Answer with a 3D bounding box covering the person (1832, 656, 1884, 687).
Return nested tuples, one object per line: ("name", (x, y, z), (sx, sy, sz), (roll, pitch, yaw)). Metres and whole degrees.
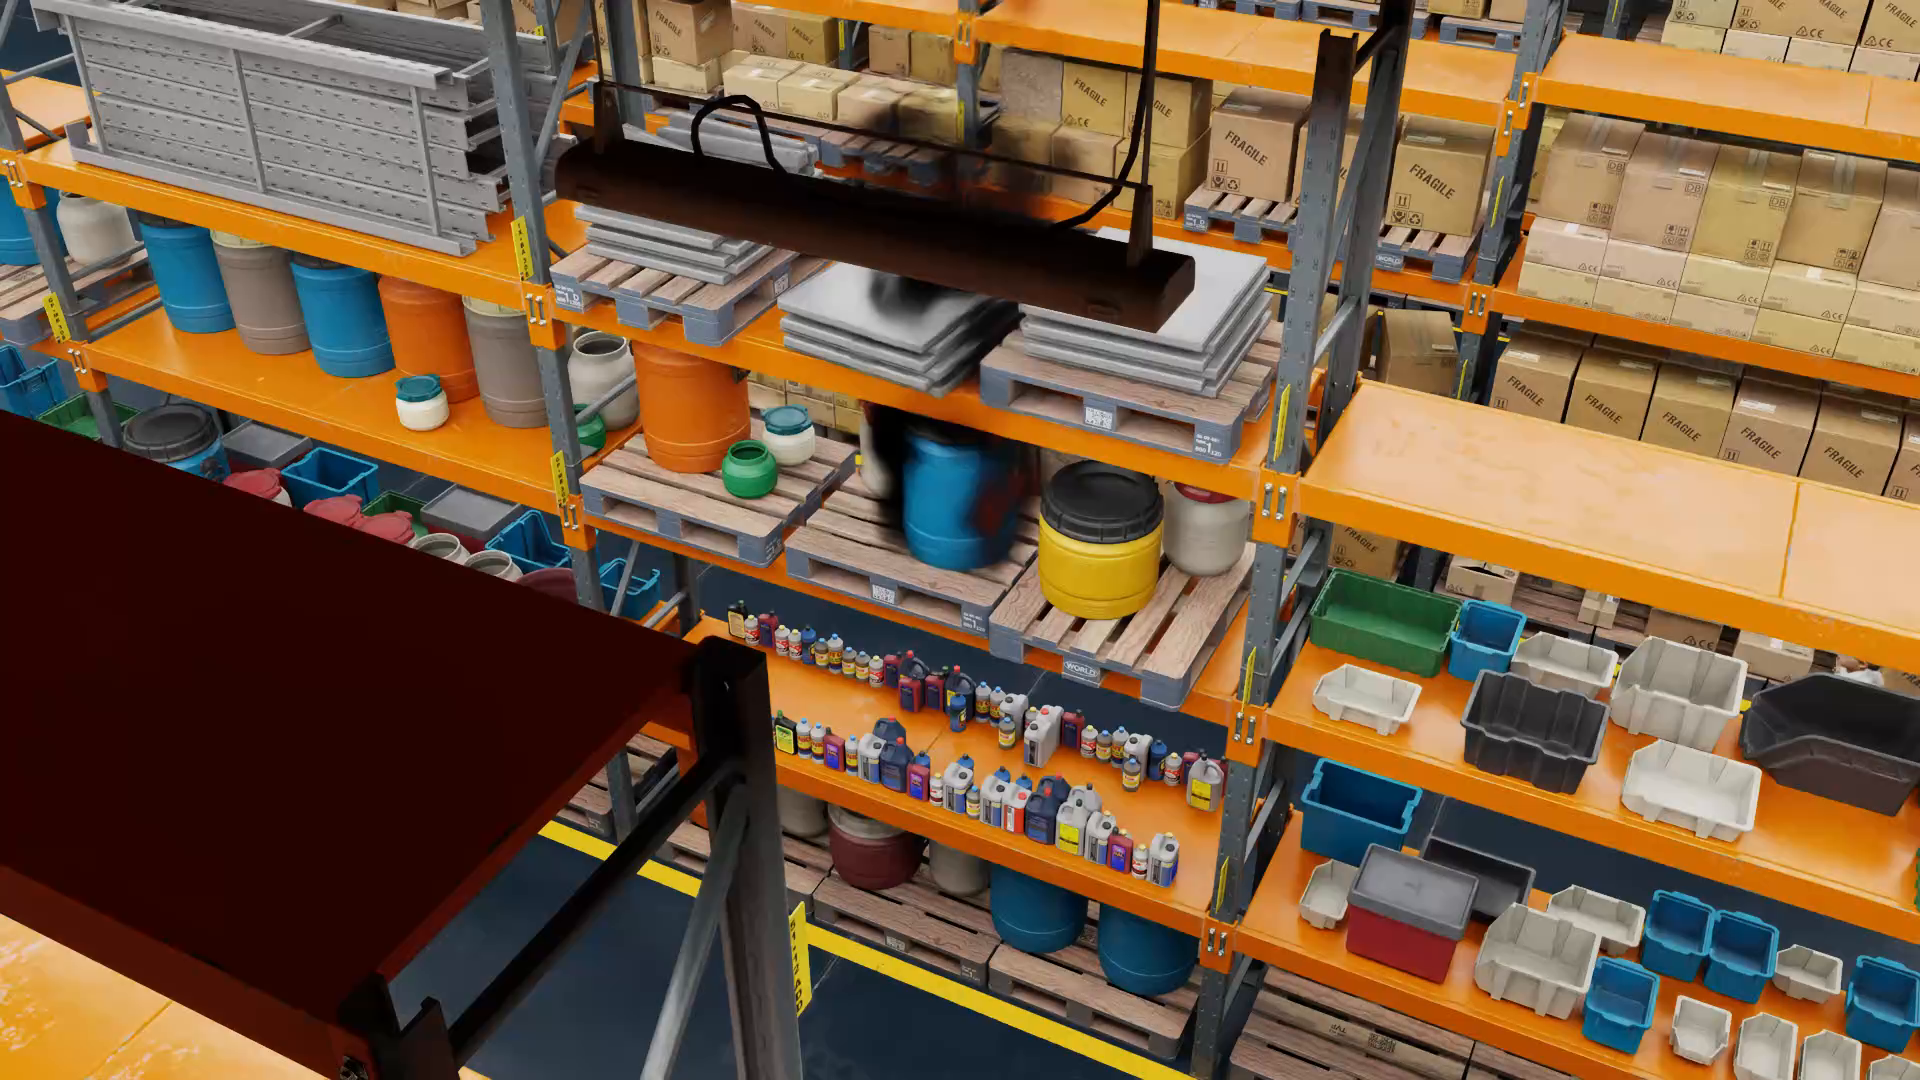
("person", (5.570, 1.320, 10.537), (0.733, 1.754, 0.613), (9, 36, 12))
